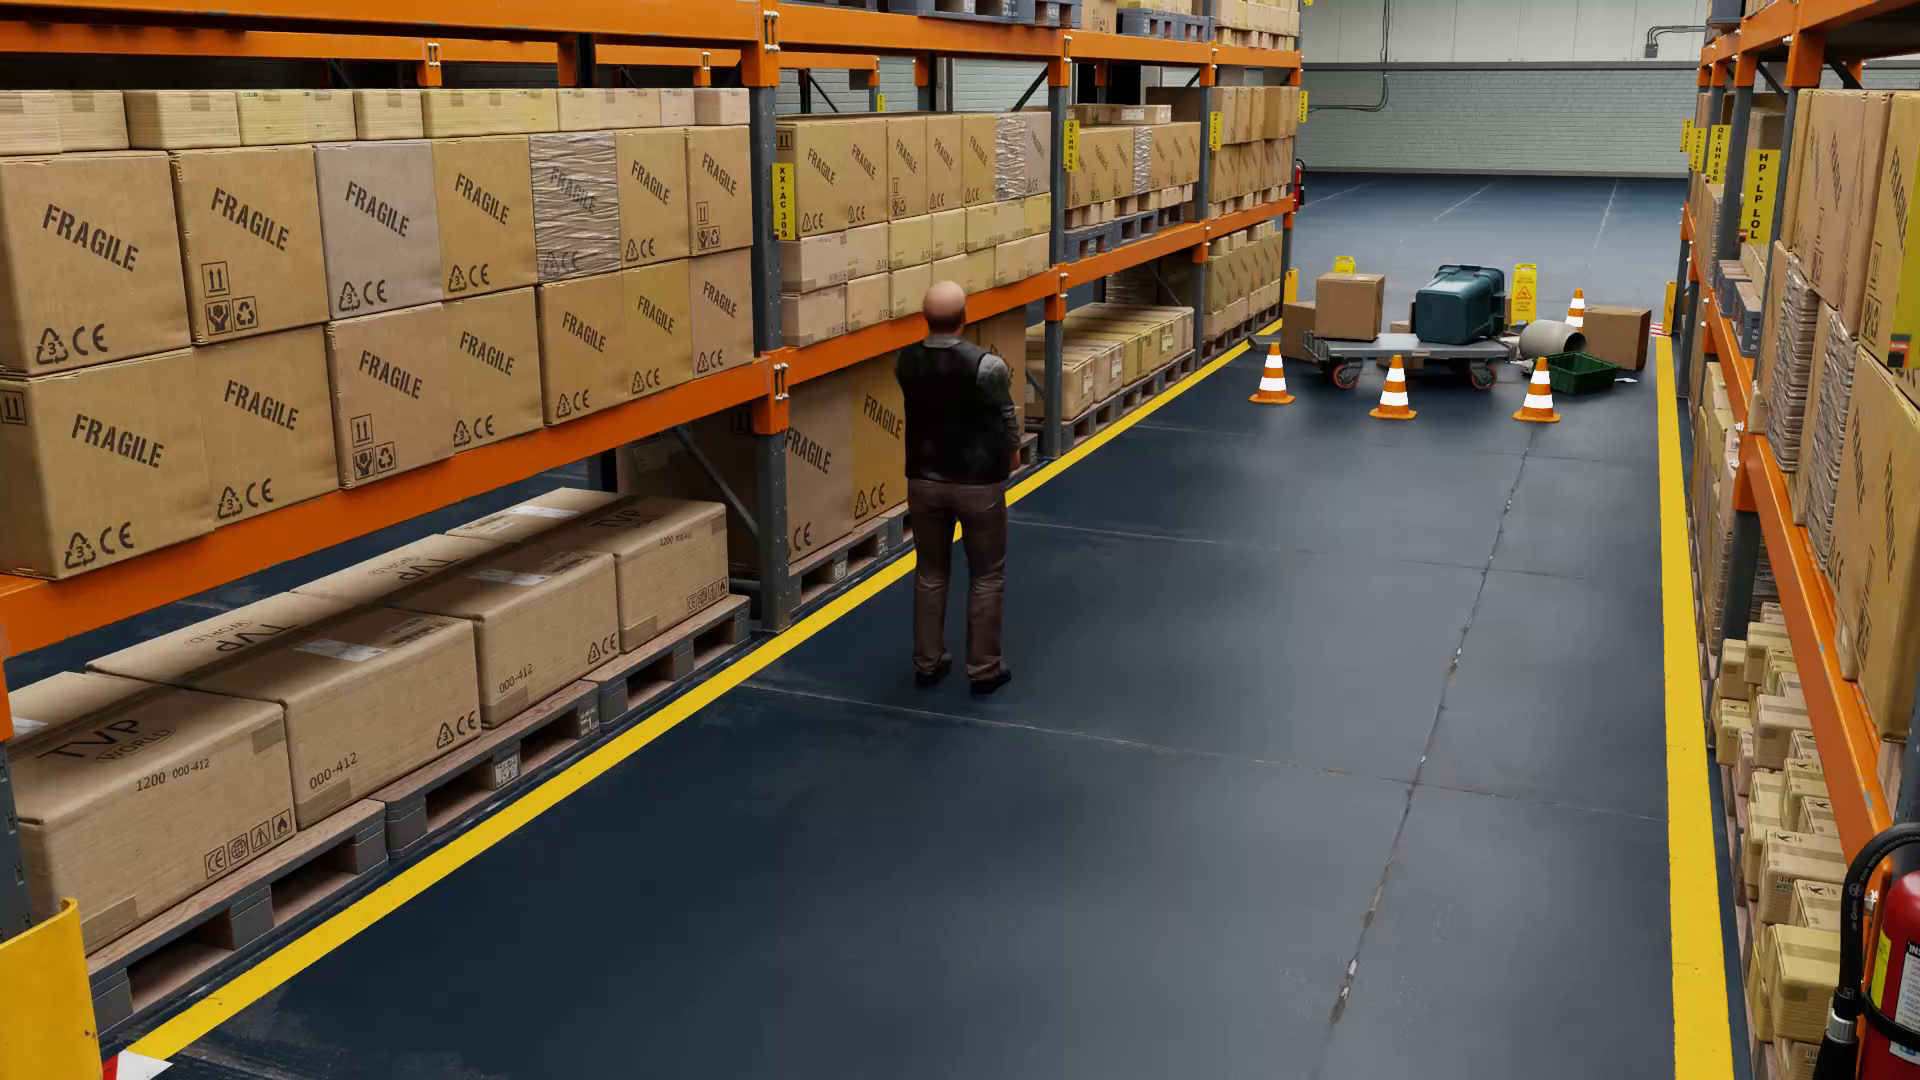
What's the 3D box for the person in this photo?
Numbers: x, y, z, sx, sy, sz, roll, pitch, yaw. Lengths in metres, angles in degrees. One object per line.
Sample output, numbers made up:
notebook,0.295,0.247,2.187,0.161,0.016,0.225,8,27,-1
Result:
person,0.010,-0.244,6.977,0.494,1.711,0.547,6,16,22
